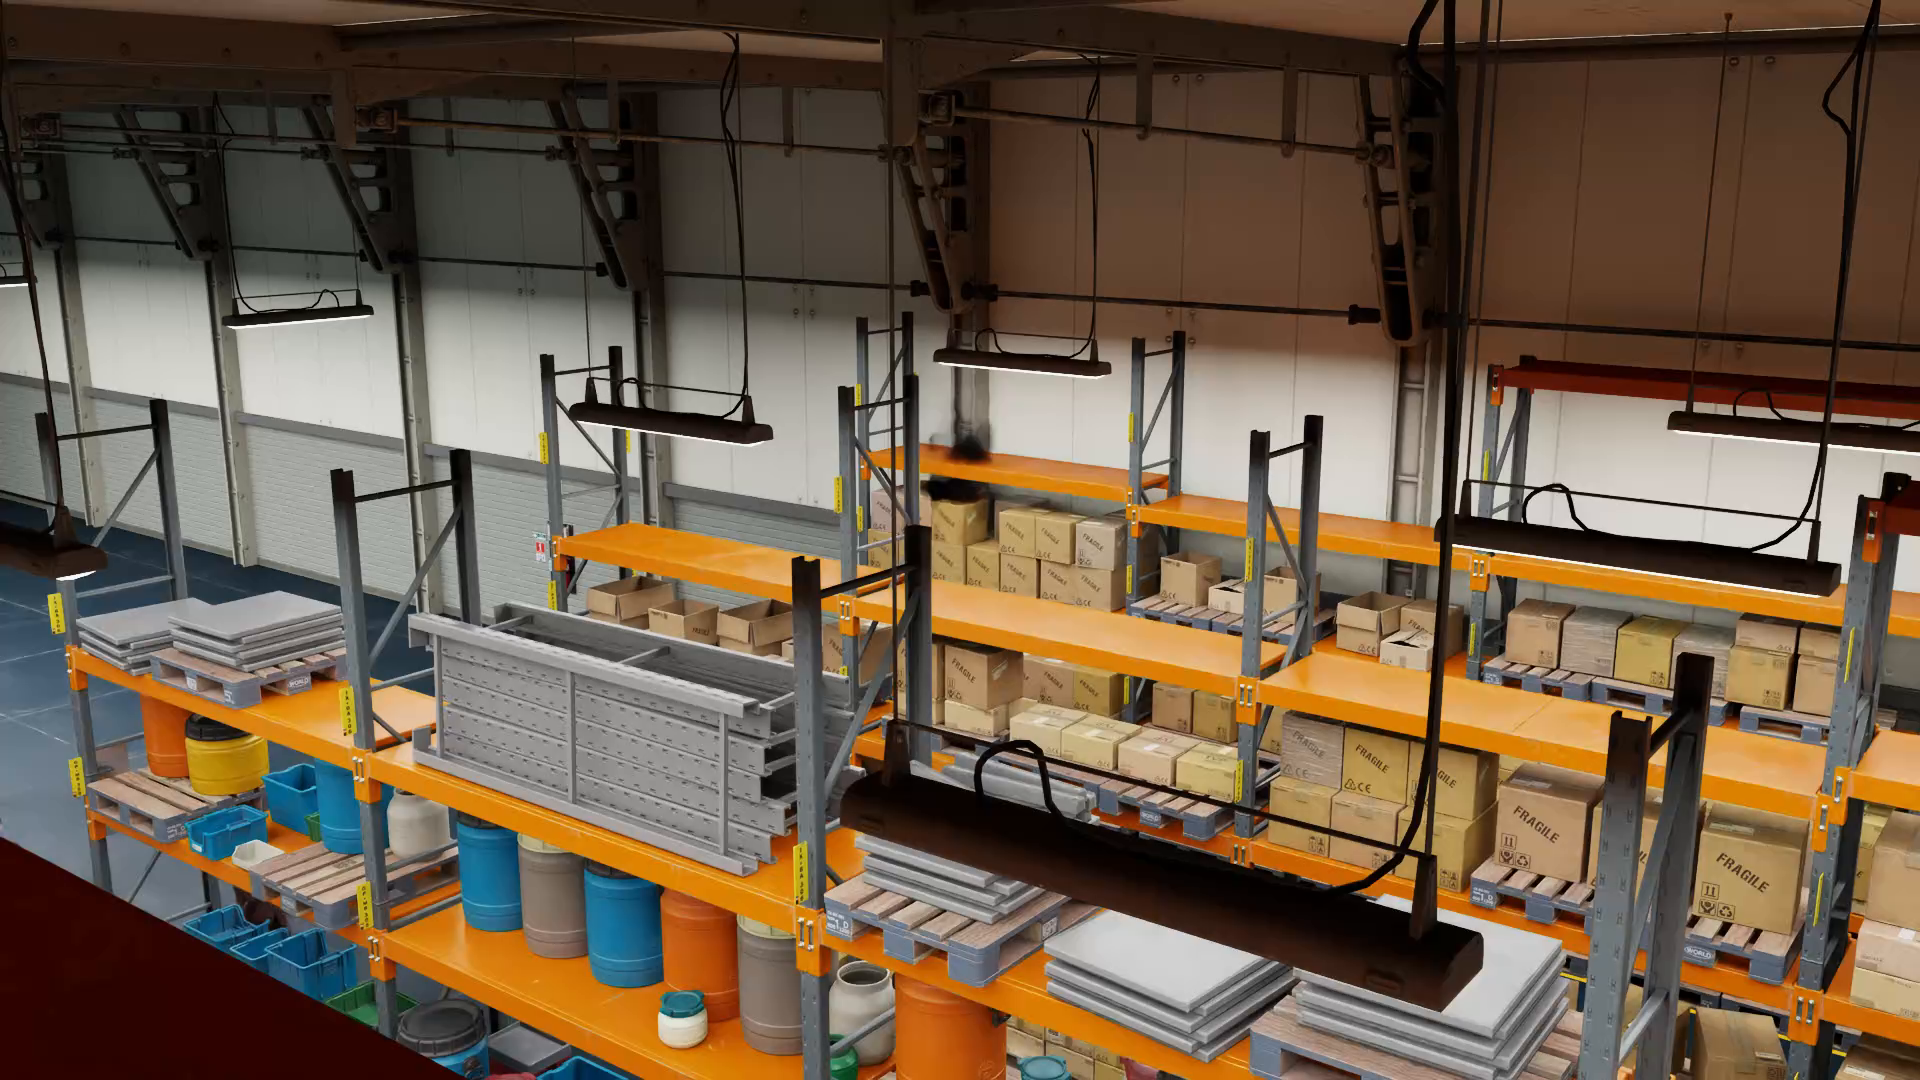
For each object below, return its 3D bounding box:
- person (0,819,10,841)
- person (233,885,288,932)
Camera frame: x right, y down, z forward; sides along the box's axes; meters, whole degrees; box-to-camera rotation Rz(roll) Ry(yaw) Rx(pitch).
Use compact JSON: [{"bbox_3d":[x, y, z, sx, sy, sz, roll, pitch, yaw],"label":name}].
[{"bbox_3d":[-9.732,3.452,16.852,0.556,1.601,0.594,-5,14,-22],"label":"person"},{"bbox_3d":[-6.728,3.579,15.898,1.049,1.744,0.762,3,13,11],"label":"person"}]
